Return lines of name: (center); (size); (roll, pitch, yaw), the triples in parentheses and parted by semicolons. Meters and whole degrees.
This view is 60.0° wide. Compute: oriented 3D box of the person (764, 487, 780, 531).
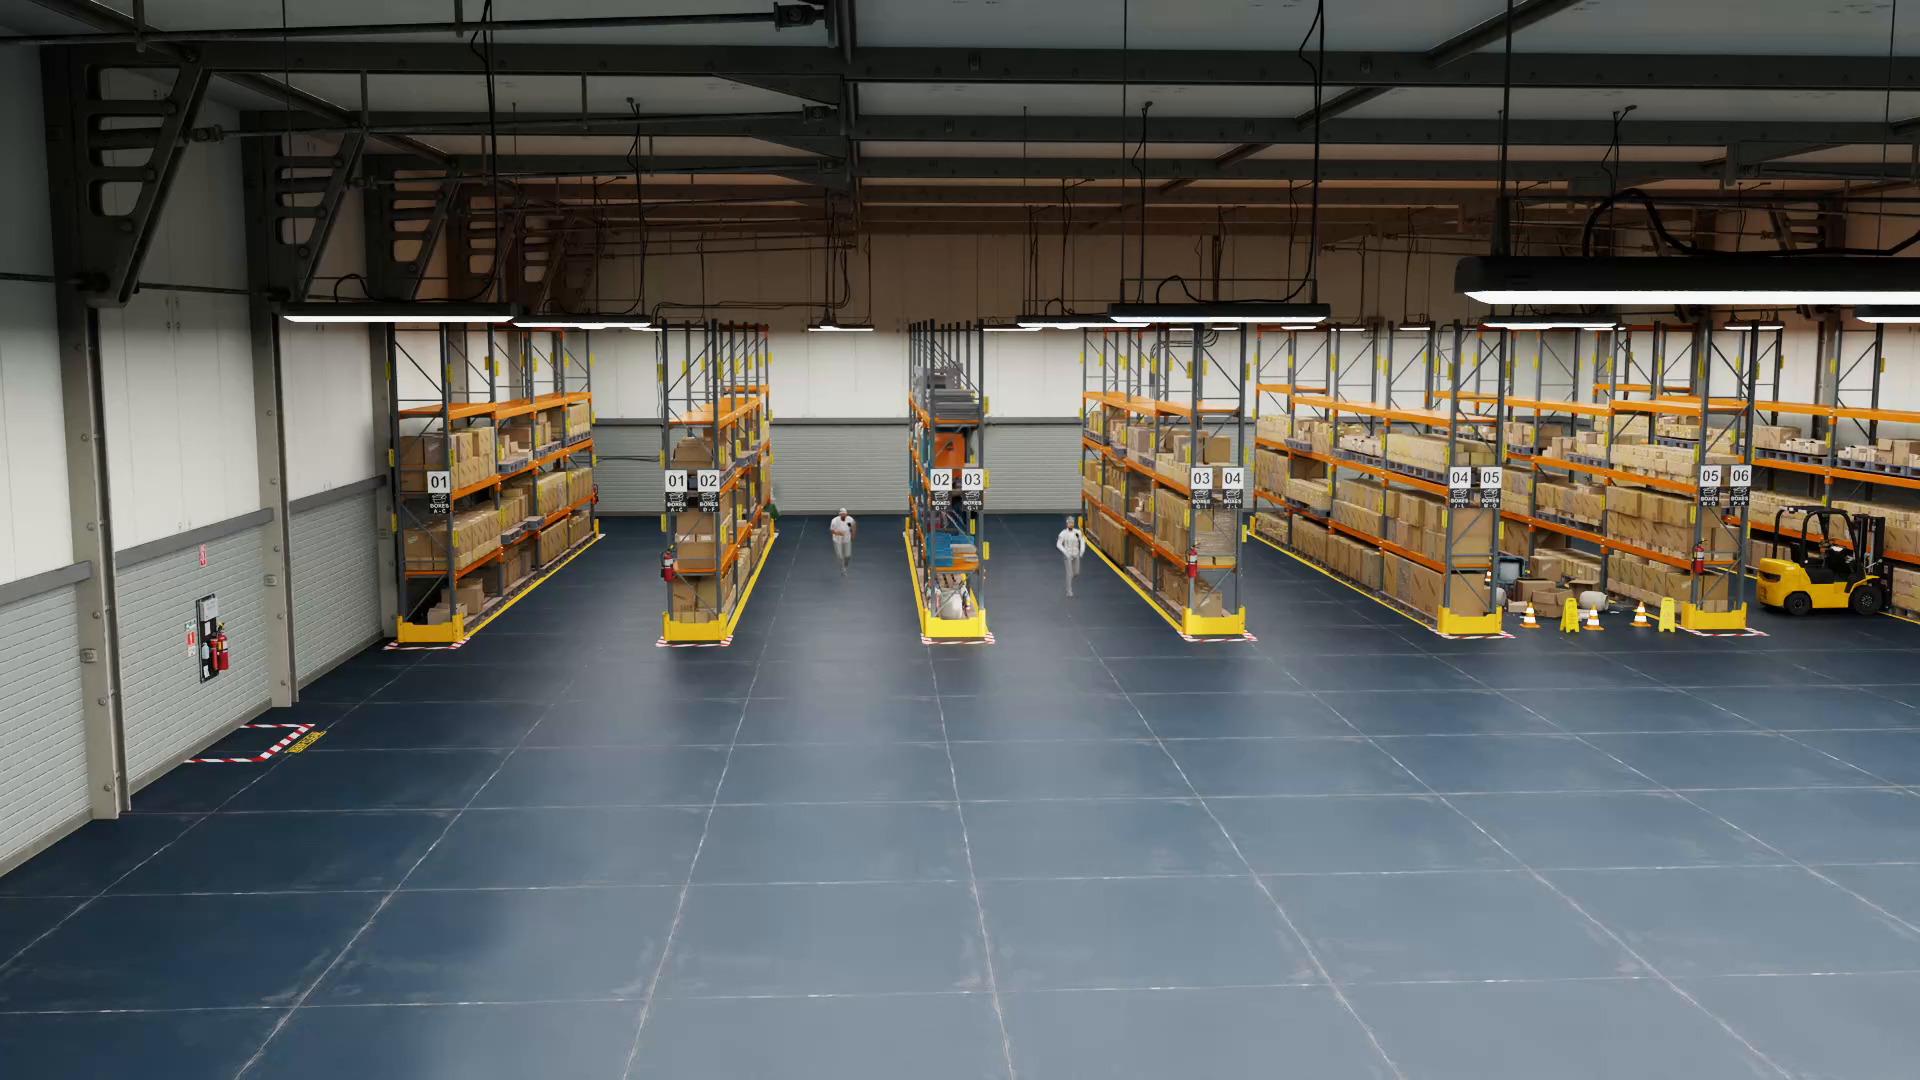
person: (-5.625, -1.077, 48.301); (0.672, 1.709, 0.678); (1, 7, 9)

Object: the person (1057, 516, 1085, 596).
person: (2.324, 0.330, 34.748); (0.632, 1.658, 0.621); (-1, 7, -10)

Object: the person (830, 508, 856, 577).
person: (-2.624, 0.056, 37.348); (0.570, 1.586, 0.665); (-1, 7, -7)
